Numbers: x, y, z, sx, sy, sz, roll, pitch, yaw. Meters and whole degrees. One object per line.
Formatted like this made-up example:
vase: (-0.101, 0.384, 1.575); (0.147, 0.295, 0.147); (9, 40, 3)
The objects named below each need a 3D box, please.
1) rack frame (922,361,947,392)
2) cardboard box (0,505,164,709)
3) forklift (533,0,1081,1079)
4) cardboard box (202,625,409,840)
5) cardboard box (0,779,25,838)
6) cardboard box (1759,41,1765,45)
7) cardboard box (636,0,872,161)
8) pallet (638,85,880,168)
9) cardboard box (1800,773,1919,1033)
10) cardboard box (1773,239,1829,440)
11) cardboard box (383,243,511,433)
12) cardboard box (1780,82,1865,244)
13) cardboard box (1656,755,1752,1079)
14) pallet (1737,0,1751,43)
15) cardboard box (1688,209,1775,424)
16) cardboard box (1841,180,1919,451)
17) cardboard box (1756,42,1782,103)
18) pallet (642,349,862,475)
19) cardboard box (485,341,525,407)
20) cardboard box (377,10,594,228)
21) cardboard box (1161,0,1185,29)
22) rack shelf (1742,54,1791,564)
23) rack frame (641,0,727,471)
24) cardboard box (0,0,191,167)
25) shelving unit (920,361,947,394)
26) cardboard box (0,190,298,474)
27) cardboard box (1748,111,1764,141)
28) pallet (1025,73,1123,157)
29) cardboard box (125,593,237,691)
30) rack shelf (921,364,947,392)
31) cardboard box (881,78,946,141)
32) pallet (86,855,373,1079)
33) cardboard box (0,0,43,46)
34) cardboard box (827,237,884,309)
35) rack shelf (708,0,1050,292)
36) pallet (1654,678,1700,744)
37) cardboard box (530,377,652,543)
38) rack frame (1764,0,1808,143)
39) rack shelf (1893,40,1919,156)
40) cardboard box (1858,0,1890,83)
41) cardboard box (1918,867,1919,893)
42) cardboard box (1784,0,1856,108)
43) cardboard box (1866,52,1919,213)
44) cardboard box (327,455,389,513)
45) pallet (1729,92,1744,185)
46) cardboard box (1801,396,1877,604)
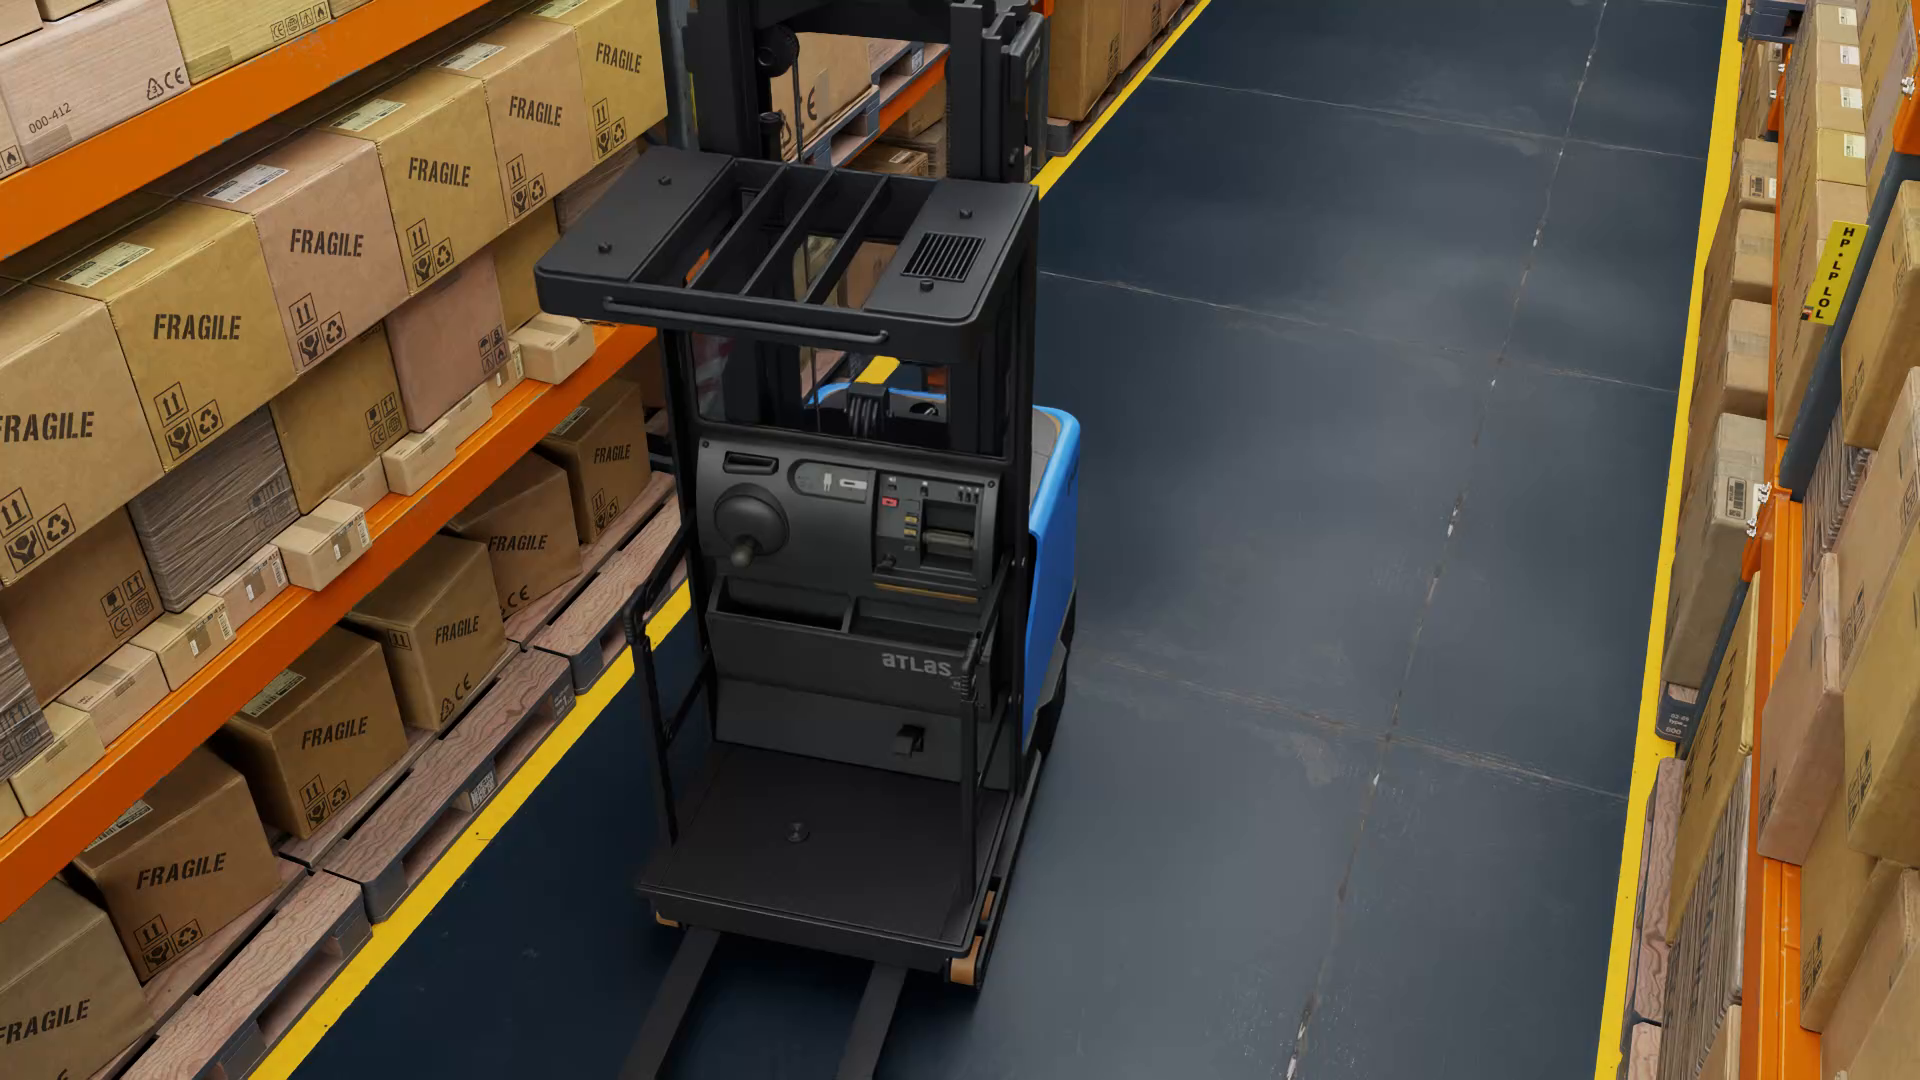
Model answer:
rack frame: (-0.040, -0.422, 6.812); (0.240, 1.200, 0.006); (14, 39, 18)
cardboard box: (-2.678, 0.035, 4.366); (0.875, 0.500, 0.500); (14, 39, 18)
forklift: (-0.391, -0.002, 4.805); (1.130, 2.935, 3.031); (8, 38, 11)
cardboard box: (-2.287, 0.606, 5.670); (0.500, 0.500, 0.500); (18, 40, 22)
cardboard box: (-2.550, 0.660, 4.072); (0.380, 0.149, 0.250); (14, 39, 18)
cardboard box: (5.209, -2.894, 10.353); (0.500, 0.500, 0.500); (15, 39, 19)
cardboard box: (-1.038, -2.235, 6.882); (1.000, 1.000, 1.000); (14, 39, 18)
pallet: (-1.045, -1.731, 7.221); (1.003, 0.211, 1.213); (14, 39, 18)
cardboard box: (2.338, 0.813, 3.532); (0.875, 0.550, 0.500); (14, 39, 18)
cardboard box: (3.030, -0.622, 5.494); (0.500, 0.500, 0.500); (14, 39, 17)
cardboard box: (-2.018, -0.774, 5.448); (0.875, 0.500, 0.500); (14, 39, 18)
cardboard box: (3.605, -1.463, 6.619); (0.500, 0.500, 0.500); (13, 39, 17)
cardboard box: (2.435, 1.283, 4.452); (0.875, 0.875, 0.875); (14, 39, 18)
pallet: (6.345, -3.925, 12.324); (1.003, 0.211, 1.213); (14, 39, 18)
cardboard box: (3.956, -0.913, 7.494); (1.050, 0.750, 0.750); (14, 39, 18)
cardboard box: (2.906, -0.529, 4.424); (0.875, 0.550, 0.550); (14, 39, 18)
cardboard box: (4.800, -2.635, 9.380); (0.500, 0.250, 0.500); (14, 39, 18)
pallet: (-1.175, -0.733, 8.054); (1.003, 0.211, 1.213); (14, 39, 18)
cardboard box: (-1.744, -0.598, 5.755); (0.380, 0.149, 0.250); (14, 39, 18)
cardboard box: (-1.576, -1.389, 5.436); (0.500, 0.500, 0.500); (14, 39, 18)
cardboard box: (1.010, -4.311, 11.936); (1.225, 0.875, 0.875); (13, 39, 16)
rack shelf: (3.840, -1.052, 6.752); (1.077, 0.370, 4.000); (14, 39, 18)
rack frame: (-1.470, -1.418, 6.642); (1.000, 3.000, 0.127); (14, 39, 18)
cardboard box: (-2.187, -1.113, 3.854); (0.500, 0.250, 0.500); (14, 39, 18)
shelving unit: (-0.005, -0.473, 6.880); (0.258, 1.200, 0.189); (14, 39, 18)
cardboard box: (-2.145, -0.558, 4.324); (0.500, 0.500, 0.500); (14, 39, 18)
cardboard box: (4.609, -2.038, 9.208); (0.500, 0.500, 0.500); (14, 39, 18)
pallet: (0.422, -2.935, 11.001); (1.003, 0.211, 1.213); (14, 39, 18)
cardboard box: (-2.264, 0.245, 4.627); (0.380, 0.149, 0.250); (14, 39, 18)
rack shelf: (-0.005, -0.629, 6.763); (0.258, 0.103, 0.180); (14, 39, 18)
cardboard box: (-0.368, -2.434, 9.096); (0.500, 0.250, 0.500); (18, 40, 23)
pallet: (-2.621, 1.430, 5.161); (1.003, 0.211, 1.213); (14, 39, 18)
cardboard box: (-2.237, -1.162, 3.586); (0.380, 0.149, 0.250); (14, 39, 18)
cardboard box: (-0.805, -1.498, 8.469); (0.700, 0.500, 0.500); (11, 38, 14)
rack shelf: (-0.709, -2.237, 8.339); (1.077, 0.370, 4.000); (14, 39, 18)
pallet: (3.302, 0.440, 6.485); (1.003, 0.211, 1.213); (14, 39, 18)
cardboard box: (-1.659, -0.373, 6.980); (0.500, 0.500, 0.500); (13, 39, 16)
rack frame: (4.601, -2.447, 8.018); (1.000, 3.000, 0.127); (14, 39, 18)
rack shelf: (2.318, -0.038, 2.891); (1.077, 0.370, 4.000); (14, 39, 18)
cardboard box: (4.036, -2.076, 6.604); (0.700, 0.500, 0.500); (13, 39, 17)
cardboard box: (2.196, 0.688, 2.796); (0.875, 0.550, 0.550); (14, 39, 18)
cardboard box: (4.180, -2.300, 7.738); (0.500, 0.500, 0.500); (14, 39, 18)
cardboard box: (3.456, -1.234, 5.477); (0.700, 0.500, 0.500); (13, 39, 17)
cardboard box: (-2.030, -0.183, 5.200); (0.380, 0.149, 0.250); (14, 39, 18)
pallet: (5.365, -2.436, 10.332); (1.003, 0.211, 1.213); (14, 39, 18)
cardboard box: (2.949, -0.085, 4.734); (0.875, 0.550, 0.550); (14, 39, 18)
